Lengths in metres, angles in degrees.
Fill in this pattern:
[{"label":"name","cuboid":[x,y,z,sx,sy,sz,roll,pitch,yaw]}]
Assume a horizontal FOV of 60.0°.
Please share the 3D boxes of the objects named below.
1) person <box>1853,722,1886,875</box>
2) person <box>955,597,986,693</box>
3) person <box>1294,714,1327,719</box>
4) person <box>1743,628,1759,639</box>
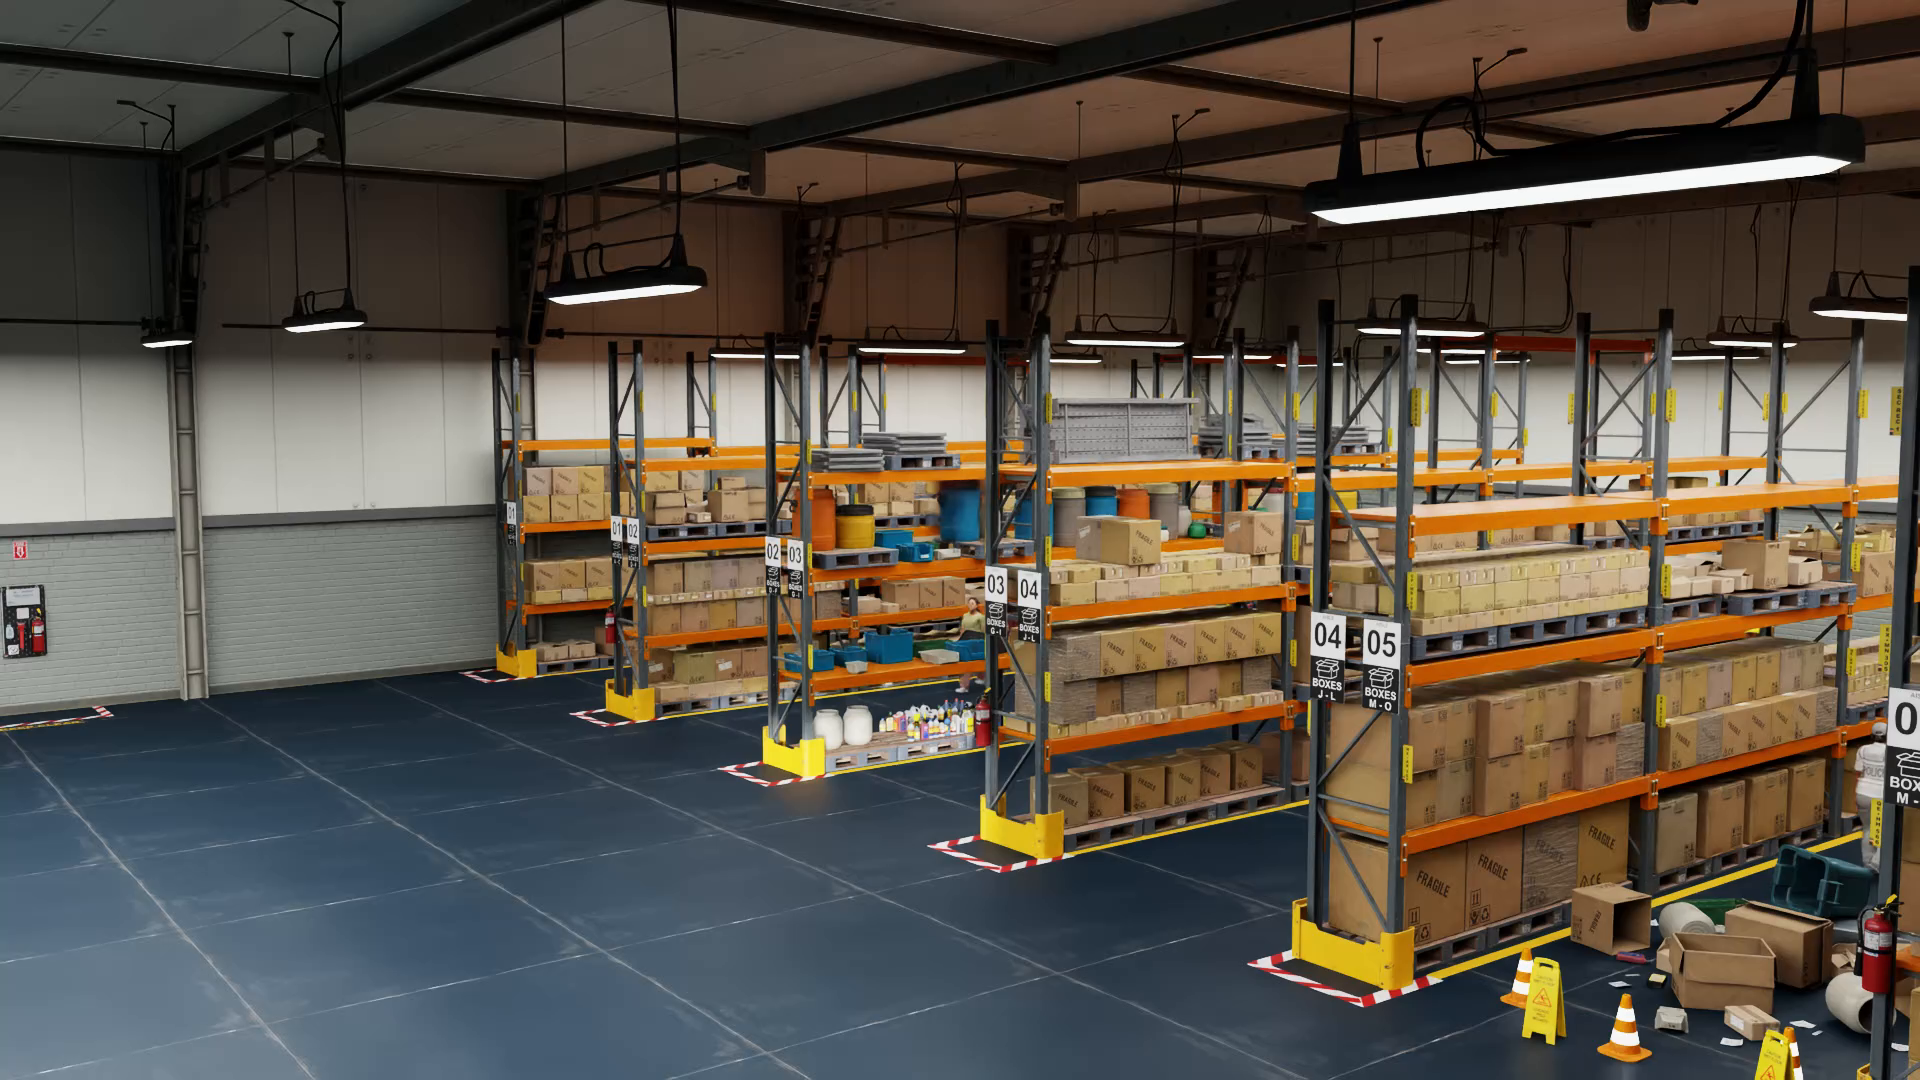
[{"label":"person","cuboid":[9.814,2.784,17.777,0.522,1.660,0.537,-4,6,-36]},{"label":"person","cuboid":[0.205,1.800,28.886,0.425,1.622,1.019,5,7,43]},{"label":"person","cuboid":[5.392,2.073,25.770,0.469,1.620,1.060,5,7,42]},{"label":"person","cuboid":[11.998,2.108,24.986,0.979,1.724,0.558,-4,7,-40]}]
